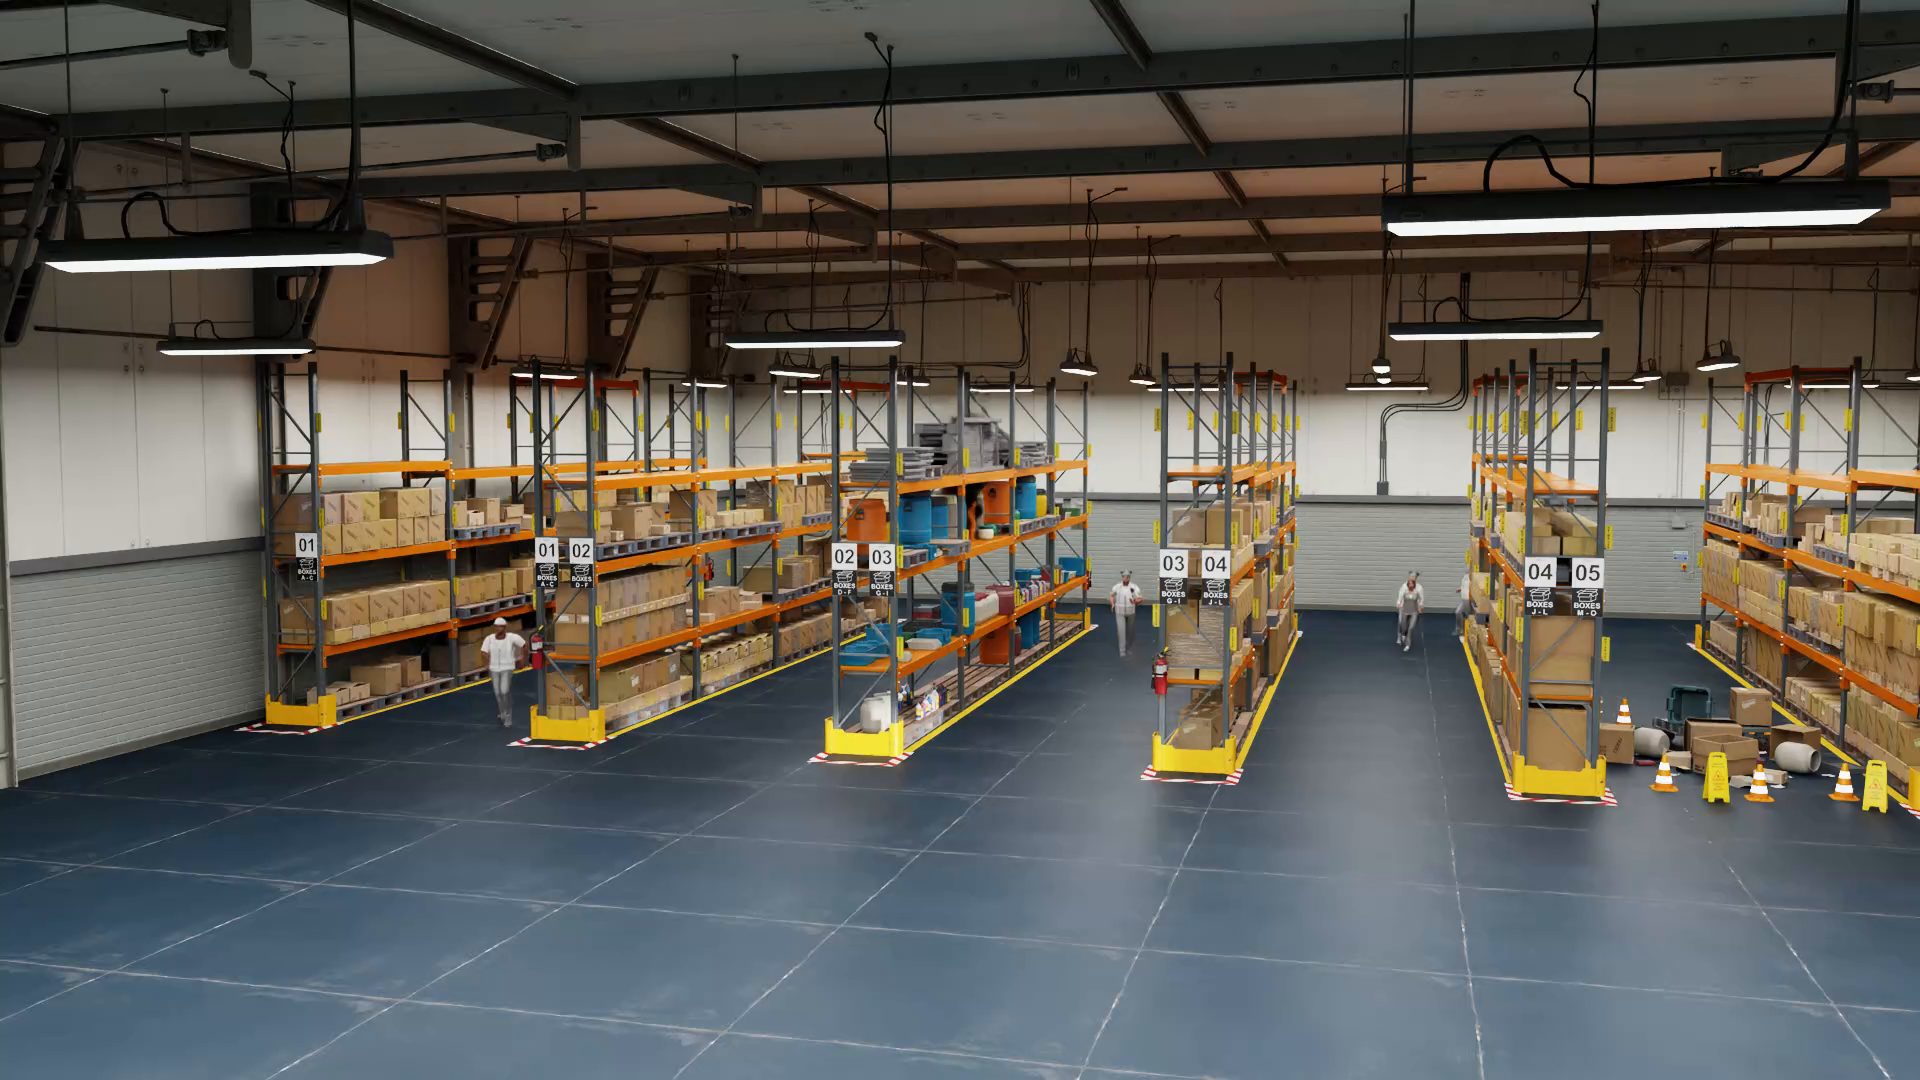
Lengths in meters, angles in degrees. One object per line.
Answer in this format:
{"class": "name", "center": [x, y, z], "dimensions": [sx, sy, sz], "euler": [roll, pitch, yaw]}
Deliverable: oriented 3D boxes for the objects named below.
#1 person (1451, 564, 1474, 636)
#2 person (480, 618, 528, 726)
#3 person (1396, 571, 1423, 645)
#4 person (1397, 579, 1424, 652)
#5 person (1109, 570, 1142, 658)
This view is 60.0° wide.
{"class": "person", "center": [11.972, 1.389, 39.109], "dimensions": [0.757, 1.794, 0.732], "euler": [0, 4, -3]}
{"class": "person", "center": [-7.593, 2.200, 27.611], "dimensions": [0.726, 1.839, 0.744], "euler": [0, 4, 3]}
{"class": "person", "center": [10.175, 1.516, 37.611], "dimensions": [0.595, 1.674, 0.779], "euler": [2, 4, 26]}
{"class": "person", "center": [9.934, 1.645, 36.702], "dimensions": [0.562, 1.581, 0.801], "euler": [1, 4, 16]}
{"class": "person", "center": [3.348, 1.500, 33.590], "dimensions": [0.673, 1.813, 0.825], "euler": [0, 4, 5]}
